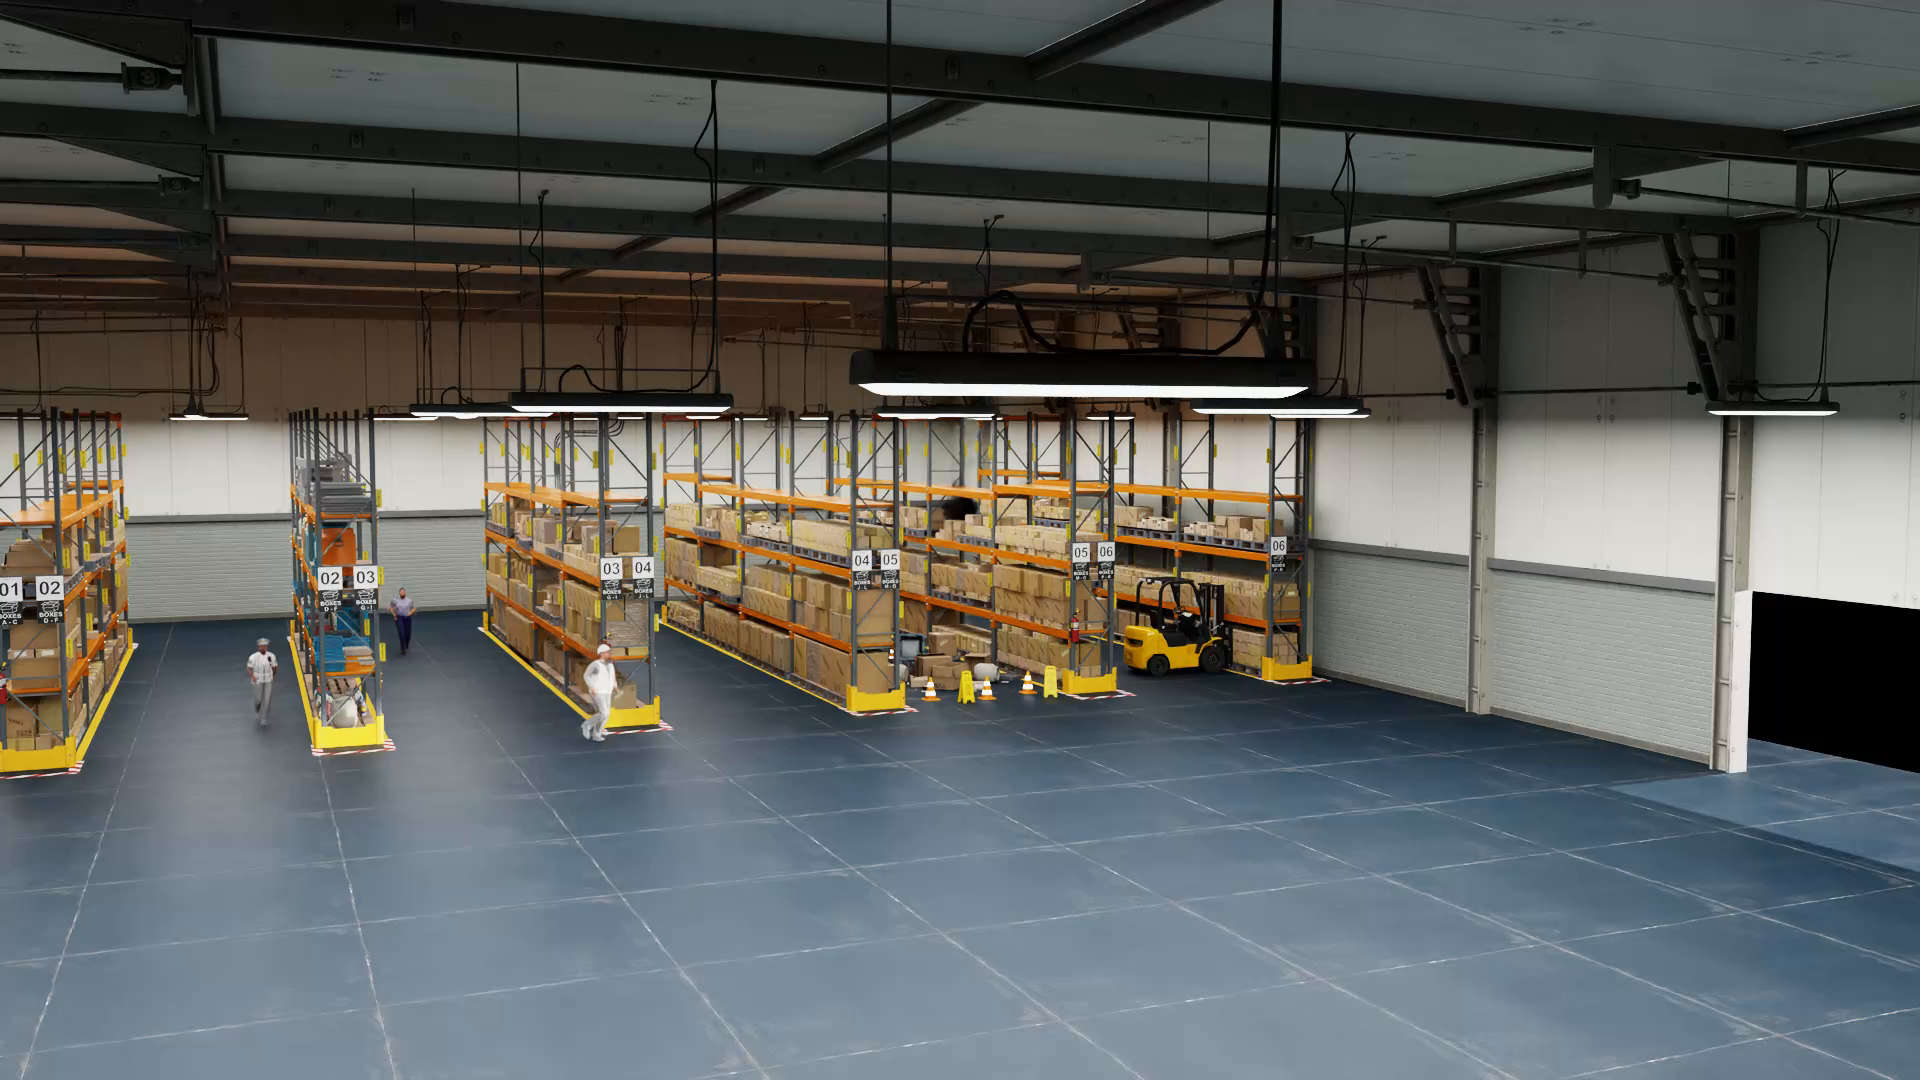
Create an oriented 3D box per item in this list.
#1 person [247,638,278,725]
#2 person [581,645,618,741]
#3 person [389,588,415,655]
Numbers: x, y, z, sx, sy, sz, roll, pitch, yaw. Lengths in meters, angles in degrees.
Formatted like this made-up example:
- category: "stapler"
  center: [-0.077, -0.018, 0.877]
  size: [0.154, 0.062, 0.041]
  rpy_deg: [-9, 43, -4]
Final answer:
- category: "person"
  center: [-13.221, 2.684, 31.567]
  size: [0.555, 1.654, 0.549]
  rpy_deg: [-2, 5, -30]
- category: "person"
  center: [-6.470, 2.756, 30.102]
  size: [0.548, 1.721, 0.694]
  rpy_deg: [2, 5, 28]
- category: "person"
  center: [-13.913, 2.008, 41.514]
  size: [0.613, 1.640, 0.726]
  rpy_deg: [-2, 4, -27]
